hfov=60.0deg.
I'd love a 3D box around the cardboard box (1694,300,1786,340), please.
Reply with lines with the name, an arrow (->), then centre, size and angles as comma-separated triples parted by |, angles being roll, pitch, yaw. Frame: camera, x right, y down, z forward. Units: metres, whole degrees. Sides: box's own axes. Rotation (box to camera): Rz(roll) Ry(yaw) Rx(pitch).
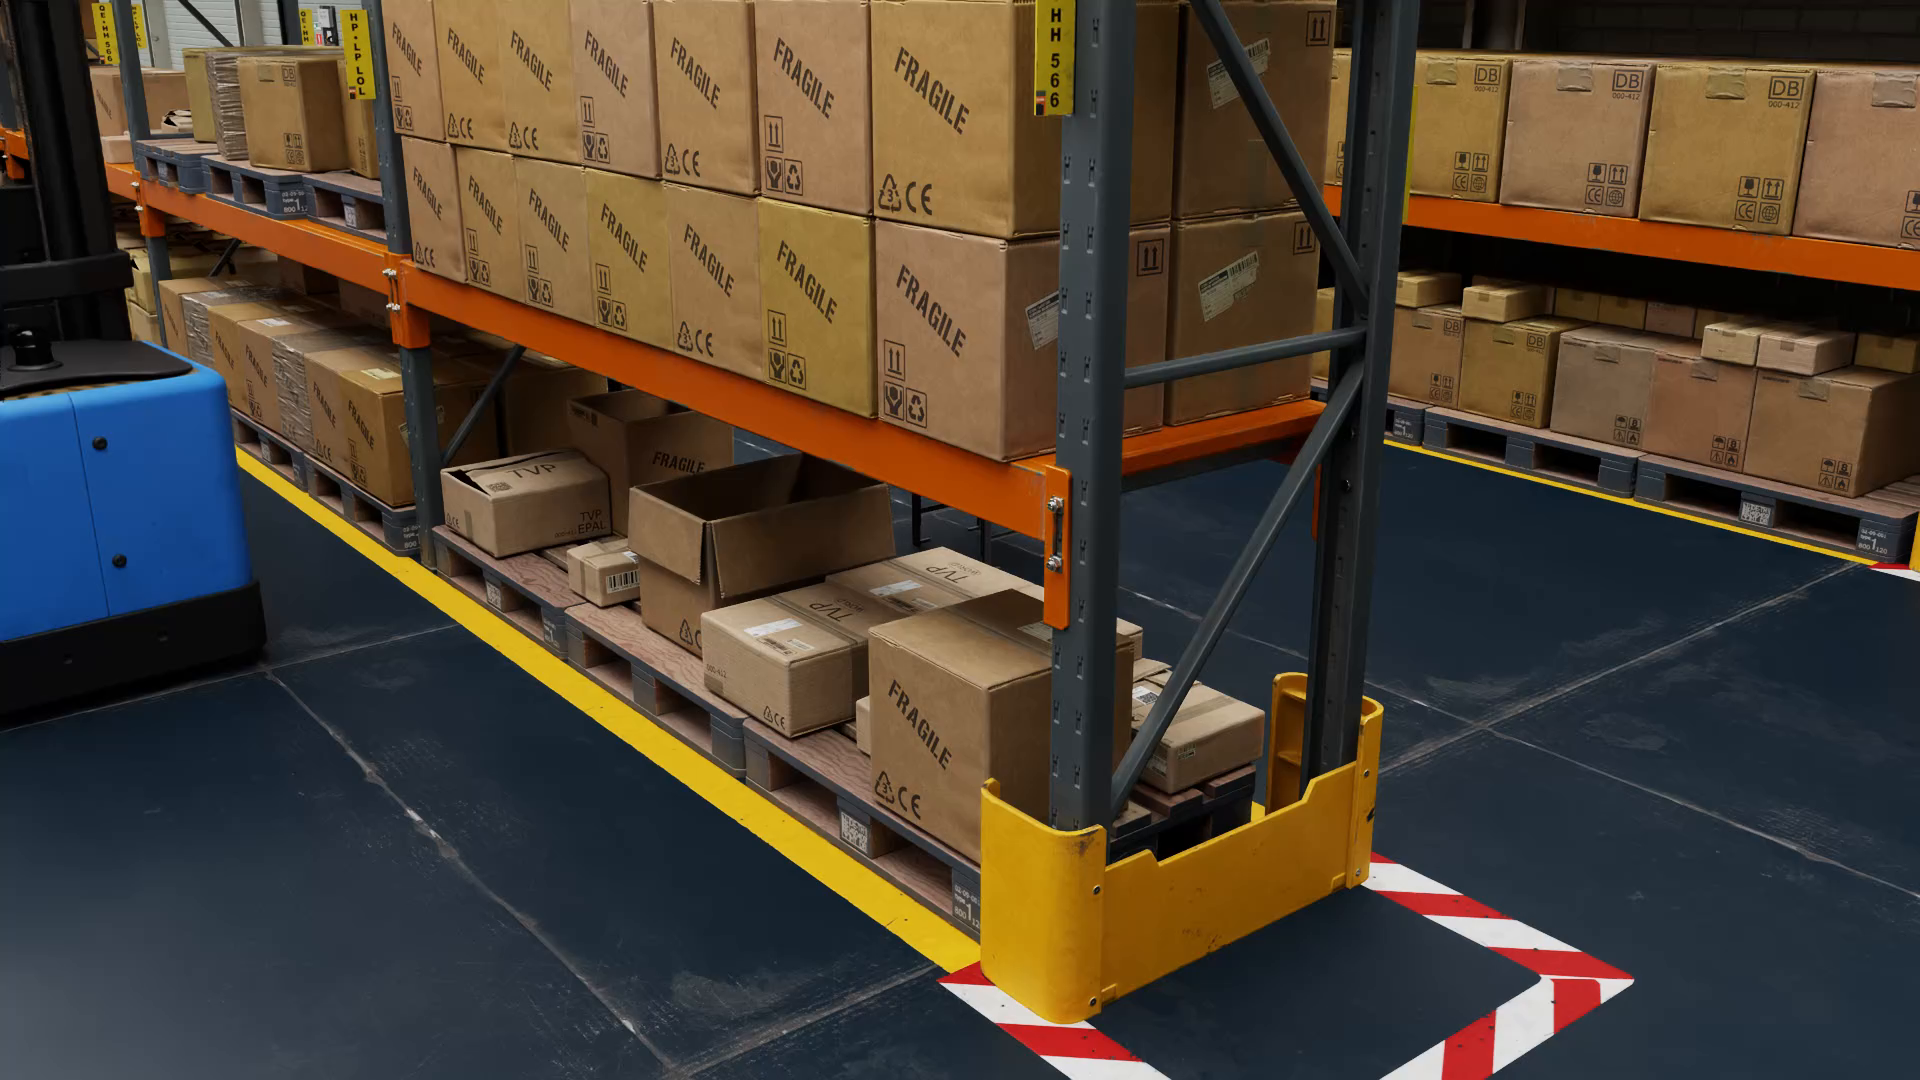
cardboard box -> 3.768, -1.048, 8.032 | 0.380, 0.149, 0.250 | -14, 23, -36

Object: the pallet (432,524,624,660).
pallet -> -1.422, 0.096, 6.738 | 1.003, 0.211, 1.213 | -14, 23, -36

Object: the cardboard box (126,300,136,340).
cardboard box -> -5.172, -1.486, 10.783 | 0.500, 0.250, 0.500 | -14, 23, -37

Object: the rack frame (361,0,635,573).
rack frame -> -1.848, -1.398, 6.811 | 1.000, 3.000, 0.127 | -14, 23, -36

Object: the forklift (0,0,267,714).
forklift -> -3.869, -1.185, 6.278 | 1.130, 2.935, 3.031 | -16, 24, -40

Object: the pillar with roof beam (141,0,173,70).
pillar with roof beam -> -18.855, -11.762, 28.567 | 9.100, 9.000, 0.400 | -14, 23, -36

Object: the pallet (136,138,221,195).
pallet -> -3.855, -2.139, 9.355 | 1.213, 0.211, 1.003 | -14, 23, -36

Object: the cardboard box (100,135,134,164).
cardboard box -> -5.106, -2.432, 10.334 | 0.380, 0.149, 0.250 | -14, 23, -36

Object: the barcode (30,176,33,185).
barcode -> -6.983, -2.703, 12.502 | 0.001, 0.075, 0.075 | -14, 23, -36

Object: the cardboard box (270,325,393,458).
cardboard box -> -2.990, -0.733, 8.080 | 0.500, 0.500, 0.500 | -14, 23, -35

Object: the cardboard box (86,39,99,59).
cardboard box -> -6.830, -3.828, 12.961 | 0.380, 0.149, 0.250 | -14, 23, -36

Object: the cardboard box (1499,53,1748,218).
cardboard box -> 3.266, -2.013, 8.191 | 0.980, 0.700, 0.700 | -15, 24, -39

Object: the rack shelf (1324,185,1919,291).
rack shelf -> 3.275, -1.531, 8.359 | 1.077, 0.370, 4.000 | -14, 23, -36

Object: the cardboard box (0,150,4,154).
cardboard box -> -8.507, -3.185, 14.724 | 0.500, 0.500, 0.500 | -14, 23, -36

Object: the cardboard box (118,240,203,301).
cardboard box -> -5.177, -1.751, 10.693 | 0.500, 0.311, 0.500 | -14, 23, -37

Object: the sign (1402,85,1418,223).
sign -> 1.061, -0.929, 4.018 | 0.100, 0.325, 0.005 | -14, 23, -36

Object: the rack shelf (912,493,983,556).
rack shelf -> 0.103, -0.279, 7.134 | 0.431, 0.518, 0.480 | -14, 23, -36

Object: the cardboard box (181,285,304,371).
cardboard box -> -3.943, -1.110, 9.218 | 0.500, 0.500, 0.500 | -15, 24, -38

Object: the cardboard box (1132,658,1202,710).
cardboard box -> 0.490, 0.492, 4.911 | 0.380, 0.166, 0.250 | -14, 23, -36

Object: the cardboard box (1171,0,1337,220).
cardboard box -> 0.567, -1.095, 4.147 | 0.500, 0.500, 0.500 | -13, 22, -34

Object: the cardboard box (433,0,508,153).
cardboard box -> -1.455, -1.622, 5.738 | 0.500, 0.500, 0.500 | -15, 23, -38

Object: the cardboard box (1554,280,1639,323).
cardboard box -> 3.293, -1.236, 8.600 | 0.380, 0.149, 0.250 | -14, 23, -37

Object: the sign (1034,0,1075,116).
sign -> 0.188, -1.008, 3.291 | 0.100, 0.325, 0.005 | -14, 23, -36

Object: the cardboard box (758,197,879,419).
cardboard box -> -0.180, -0.644, 4.376 | 0.500, 0.500, 0.500 | -14, 23, -36

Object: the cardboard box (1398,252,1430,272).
cardboard box -> 2.483, -1.556, 9.567 | 0.380, 0.149, 0.250 | -14, 23, -36

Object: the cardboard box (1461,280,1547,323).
cardboard box -> 2.811, -1.233, 8.591 | 0.380, 0.149, 0.250 | -15, 23, -38

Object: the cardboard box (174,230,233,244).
cardboard box -> -5.074, -1.984, 11.396 | 0.500, 0.311, 0.500 | -15, 23, -38

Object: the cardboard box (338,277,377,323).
cardboard box -> -2.890, -1.312, 8.638 | 0.500, 0.250, 0.500 | -15, 23, -37

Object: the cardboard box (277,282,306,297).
cardboard box -> -3.566, -1.221, 9.554 | 0.500, 0.500, 0.500 | -13, 22, -34

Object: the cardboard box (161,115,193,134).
cardboard box -> -4.523, -2.439, 10.098 | 0.500, 0.311, 0.500 | -12, 22, -33

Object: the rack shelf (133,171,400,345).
rack shelf -> -3.089, -1.549, 8.413 | 1.077, 0.370, 4.000 | -14, 23, -36

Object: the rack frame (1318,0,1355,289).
rack frame -> 2.033, -2.365, 9.734 | 1.000, 3.000, 0.127 | -14, 23, -36

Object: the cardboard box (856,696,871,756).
cardboard box -> -0.076, 0.521, 4.825 | 0.380, 0.166, 0.250 | -14, 23, -36

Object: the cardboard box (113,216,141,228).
cardboard box -> -6.124, -2.127, 11.828 | 0.500, 0.311, 0.500 | -15, 23, -38

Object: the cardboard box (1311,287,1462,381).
cardboard box -> 2.417, -1.174, 9.444 | 0.700, 0.500, 0.500 | -14, 23, -35

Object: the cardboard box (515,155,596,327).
cardboard box -> -1.115, -1.017, 5.503 | 0.500, 0.500, 0.500 | -14, 23, -36

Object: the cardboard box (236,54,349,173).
cardboard box -> -2.993, -2.068, 8.008 | 0.500, 0.500, 0.700 | 13, 23, 35

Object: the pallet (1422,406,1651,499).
pallet -> 3.206, -0.538, 8.652 | 1.003, 0.211, 1.213 | -14, 23, -36

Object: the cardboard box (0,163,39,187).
cardboard box -> -7.575, -2.816, 13.608 | 0.500, 0.500, 0.500 | -14, 23, -36

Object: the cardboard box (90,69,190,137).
cardboard box -> -5.386, -2.841, 11.011 | 0.500, 0.500, 0.500 | -16, 24, -39

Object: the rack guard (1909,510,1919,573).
rack guard -> 4.532, -0.187, 7.132 | 1.175, 0.500, 0.348 | -14, 23, -36

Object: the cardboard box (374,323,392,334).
cardboard box -> -2.601, -0.840, 8.405 | 0.500, 0.500, 0.500 | -14, 23, -35

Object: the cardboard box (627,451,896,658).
cardboard box -> -0.677, 0.041, 5.739 | 0.797, 0.503, 0.637 | -14, 23, -36

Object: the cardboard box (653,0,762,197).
cardboard box -> -0.496, -1.241, 4.589 | 0.500, 0.500, 0.500 | -13, 22, -35

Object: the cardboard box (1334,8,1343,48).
cardboard box -> 1.952, -3.084, 10.046 | 0.500, 0.250, 0.500 | -13, 22, -34

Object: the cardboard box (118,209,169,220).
cardboard box -> -6.011, -2.358, 12.527 | 0.500, 0.311, 0.500 | -13, 22, -35

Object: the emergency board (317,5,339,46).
emergency board -> -9.535, -7.413, 24.979 | 0.194, 1.169, 0.643 | -14, 23, -36

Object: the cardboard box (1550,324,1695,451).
cardboard box -> 3.380, -0.792, 8.292 | 0.700, 0.500, 0.500 | -15, 23, -38

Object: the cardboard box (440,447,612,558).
cardboard box -> -1.757, -0.184, 6.725 | 0.500, 0.311, 0.500 | -14, 23, -36

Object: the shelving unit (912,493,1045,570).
shelving unit -> 0.103, -0.956, 6.909 | 0.431, 2.100, 0.503 | -14, 23, -36
